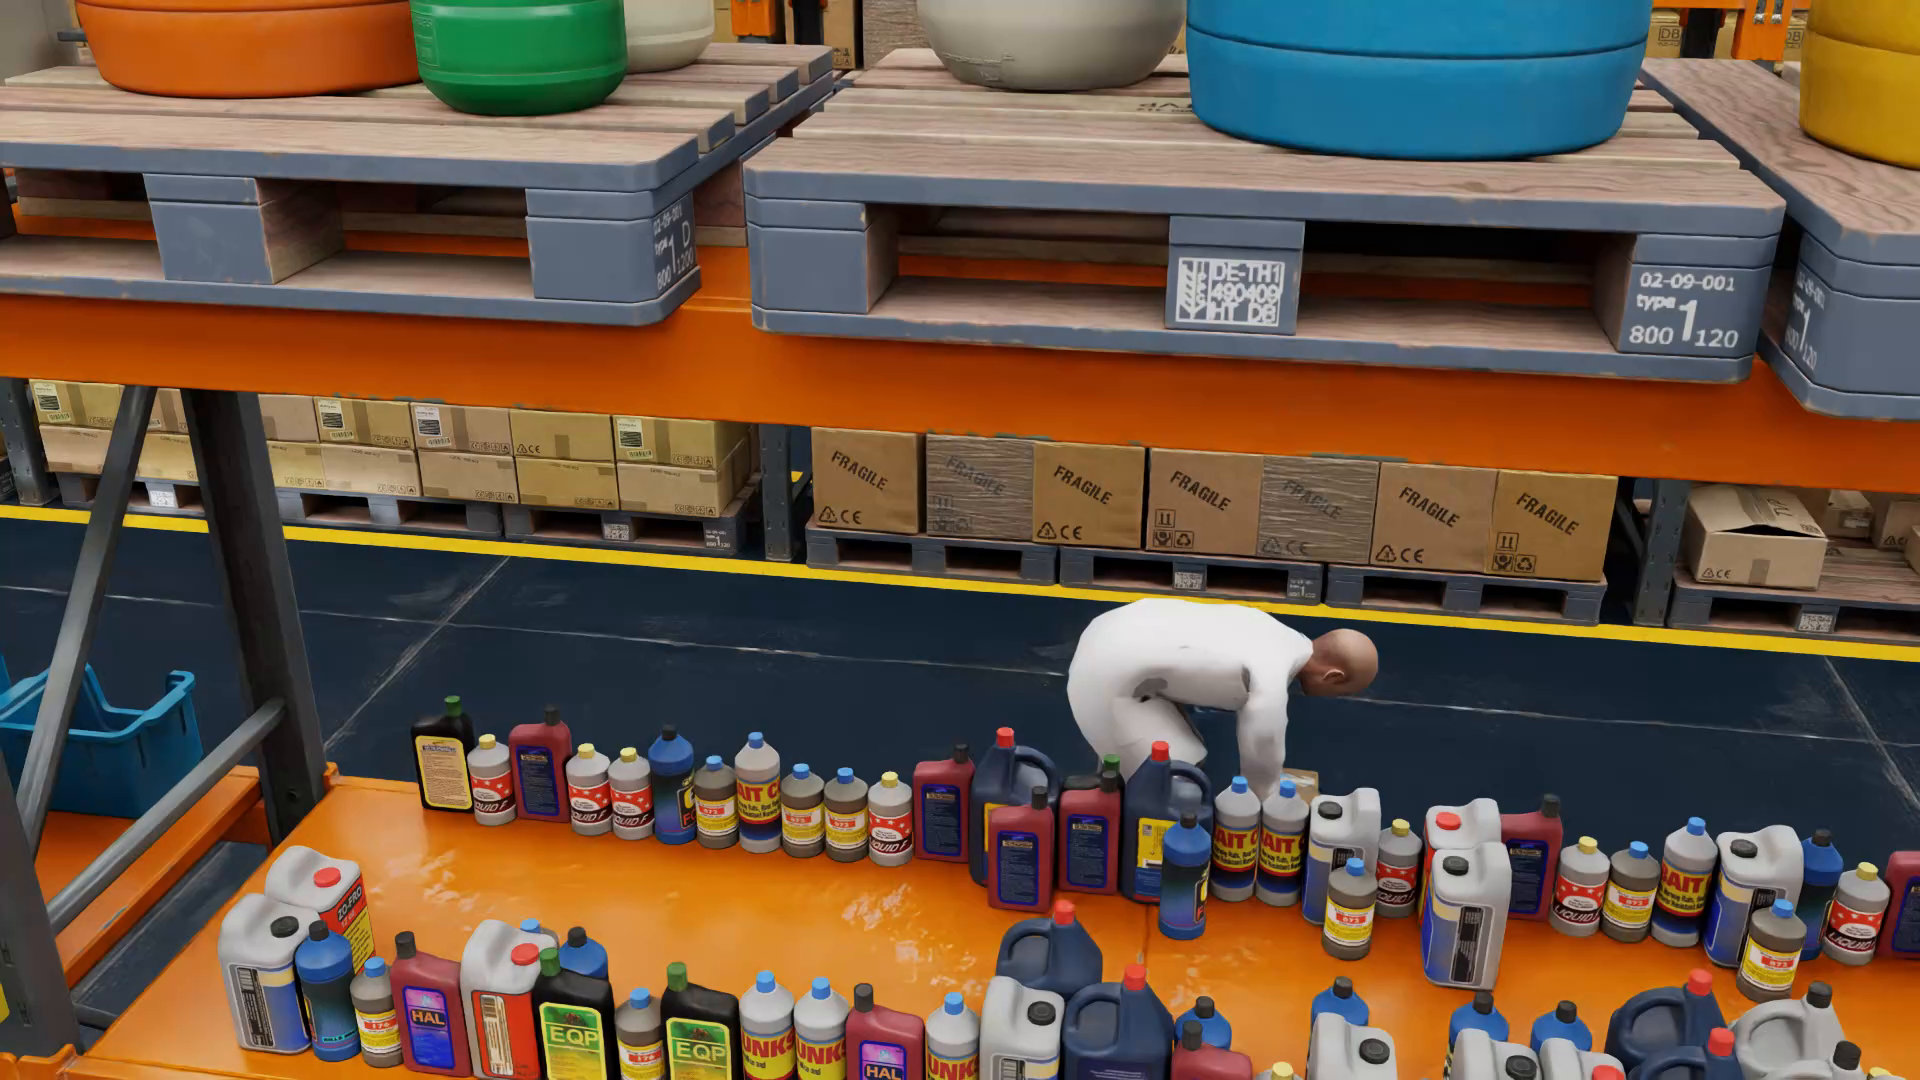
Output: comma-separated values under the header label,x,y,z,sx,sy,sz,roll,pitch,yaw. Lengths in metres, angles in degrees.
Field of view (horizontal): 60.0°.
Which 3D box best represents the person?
label,x,y,z,sx,sy,sz,roll,pitch,yaw
person,0.809,0.732,5.306,0.950,1.127,0.559,3,25,7
